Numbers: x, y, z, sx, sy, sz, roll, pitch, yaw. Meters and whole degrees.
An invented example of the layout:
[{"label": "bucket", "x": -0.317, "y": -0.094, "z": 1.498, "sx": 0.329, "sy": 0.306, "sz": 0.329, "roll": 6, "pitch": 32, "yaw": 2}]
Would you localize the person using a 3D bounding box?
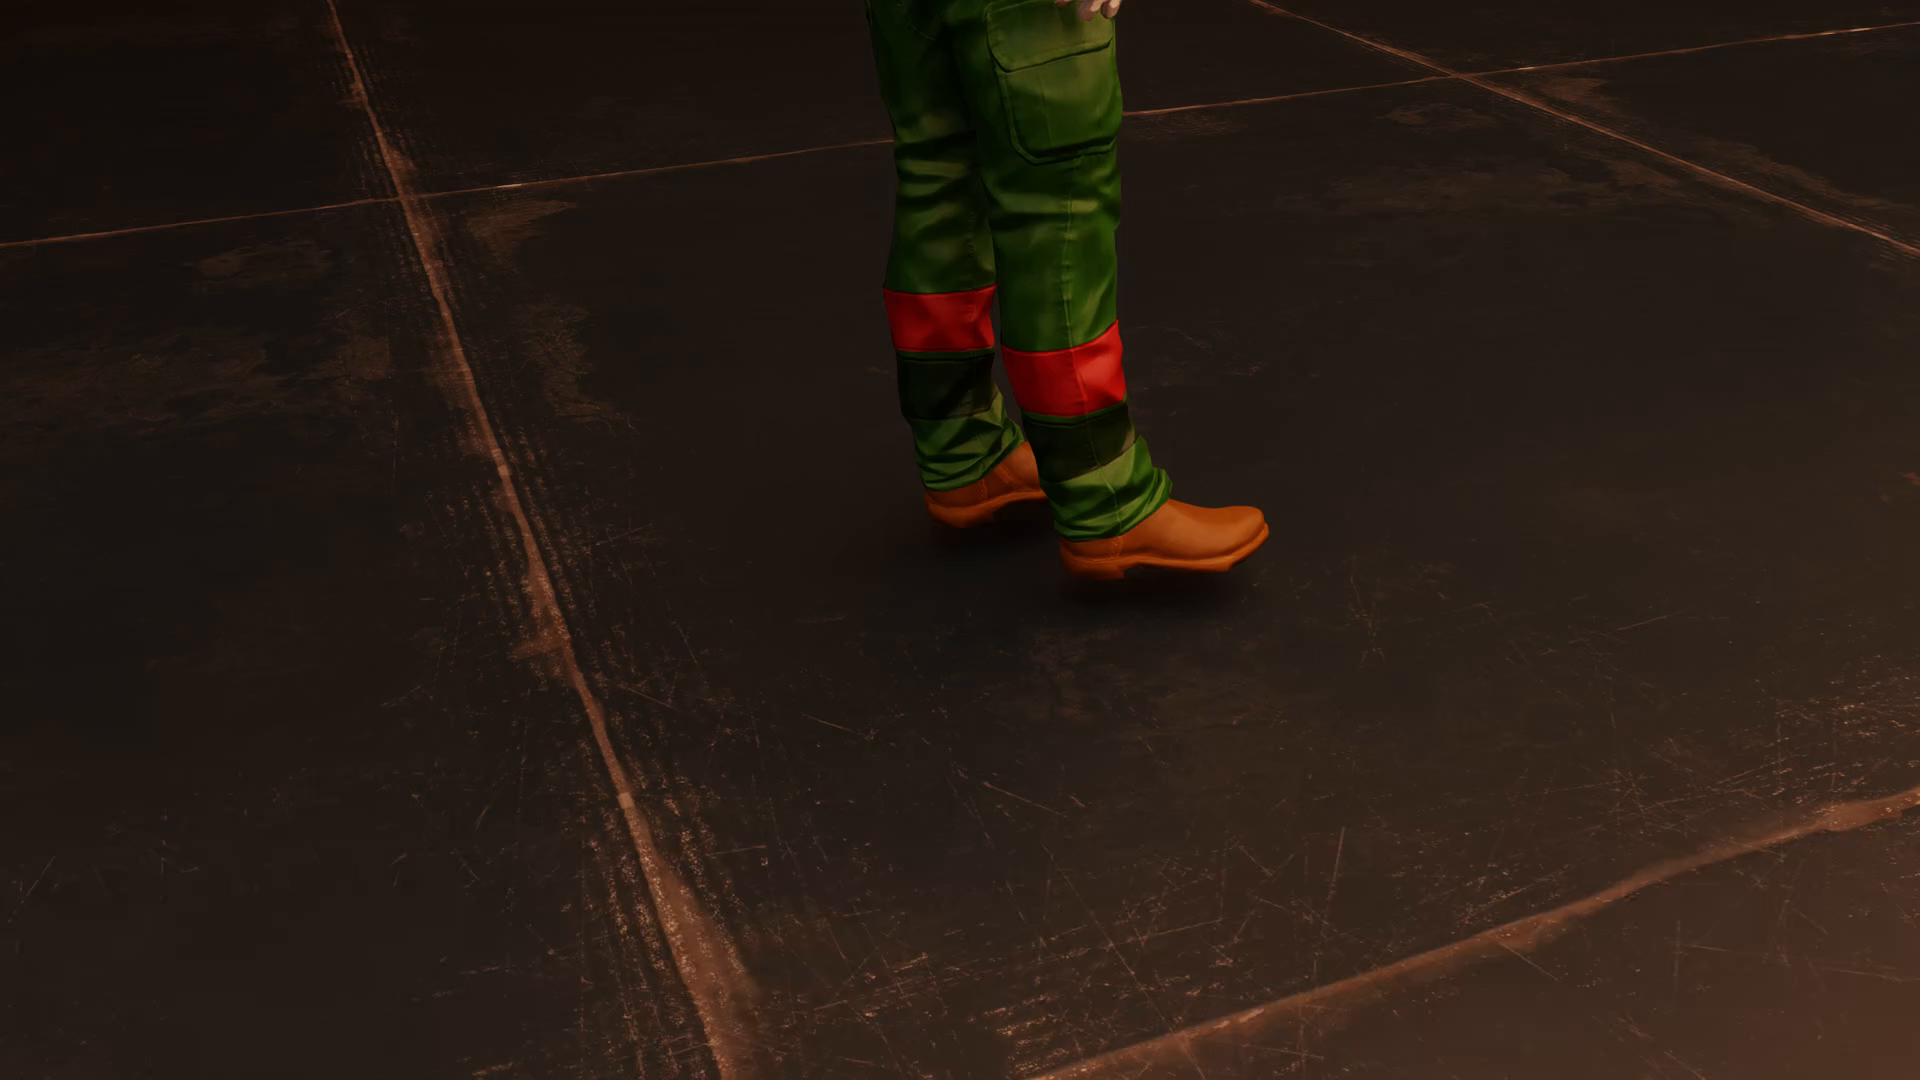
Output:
[{"label": "person", "x": 0.079, "y": -0.828, "z": 2.050, "sx": 0.561, "sy": 1.789, "sz": 0.637, "roll": -11, "pitch": 32, "yaw": -19}]
